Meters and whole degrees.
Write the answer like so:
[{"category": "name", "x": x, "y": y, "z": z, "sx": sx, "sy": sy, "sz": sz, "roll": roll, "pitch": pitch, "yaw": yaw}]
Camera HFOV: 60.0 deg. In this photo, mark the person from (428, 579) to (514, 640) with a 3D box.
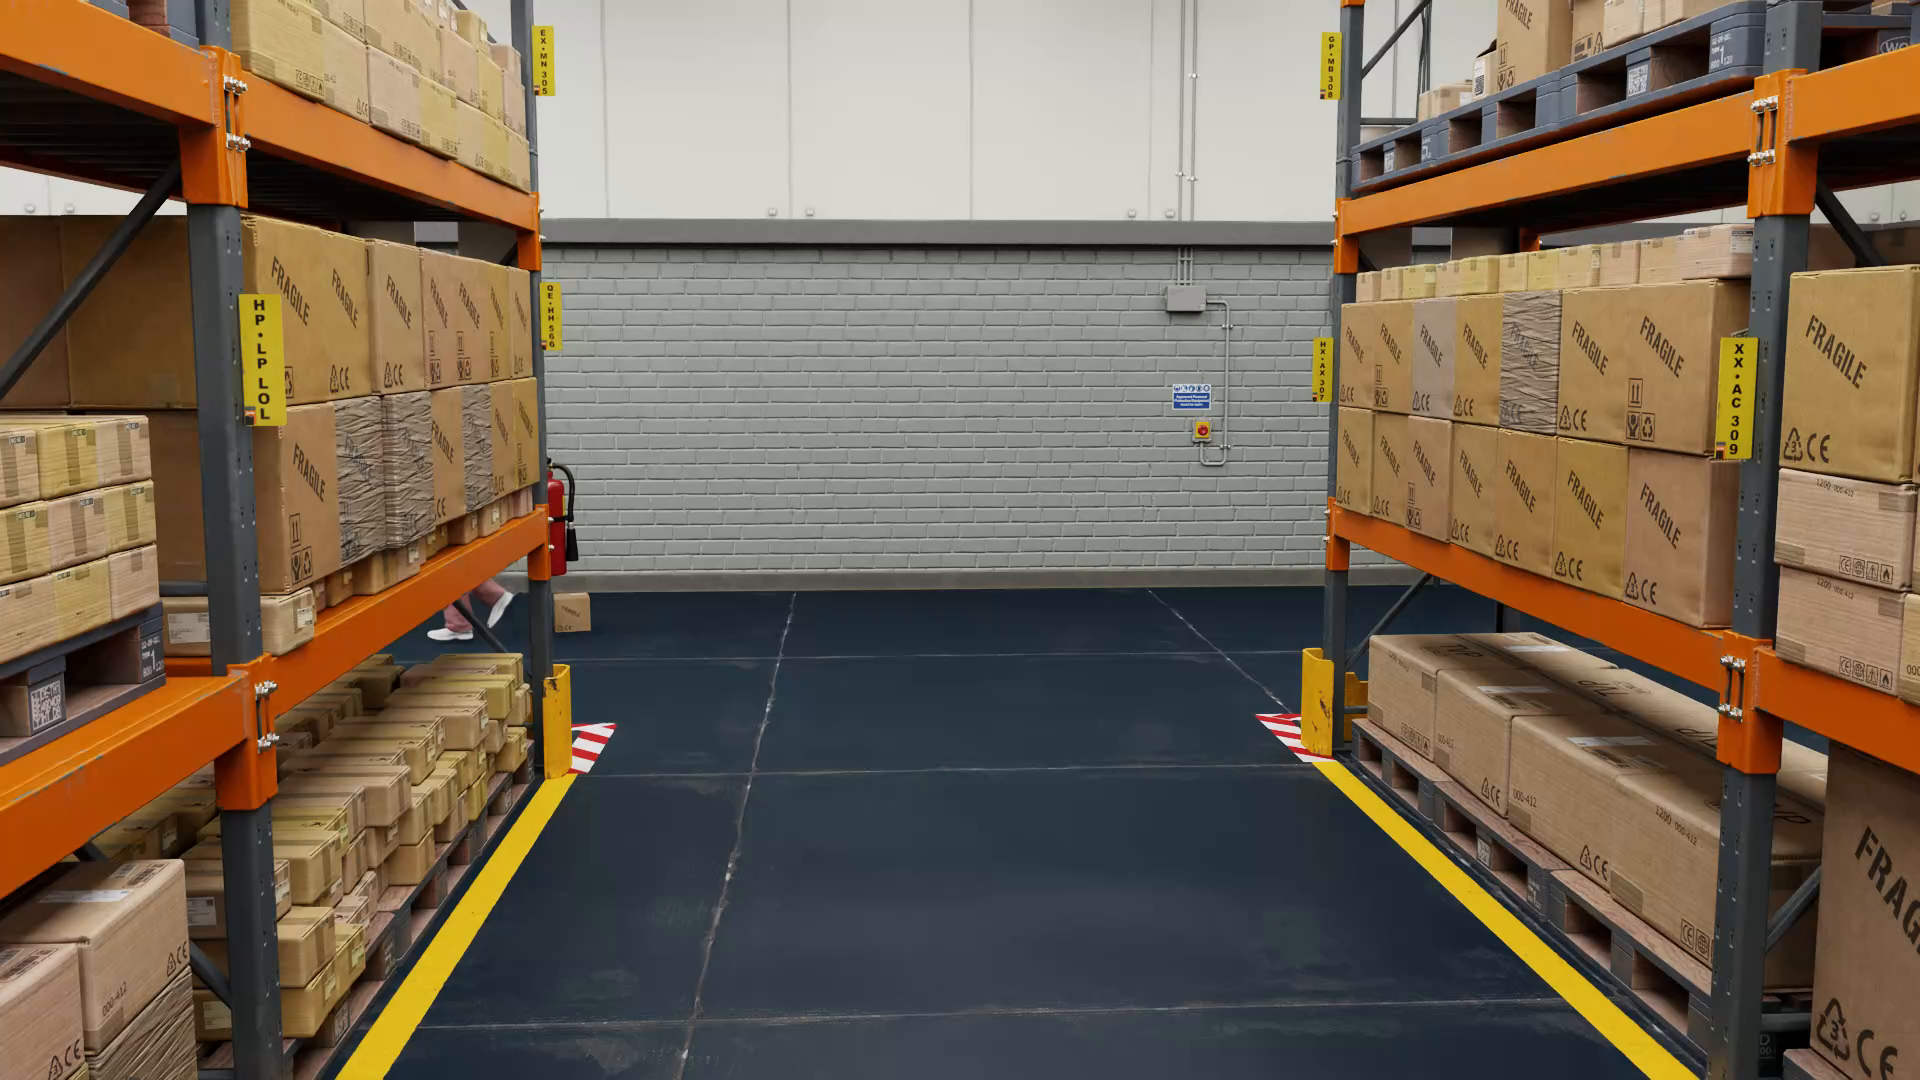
[{"category": "person", "x": -3.458, "y": -0.130, "z": 11.674, "sx": 0.589, "sy": 1.656, "sz": 0.442, "roll": -1, "pitch": 7, "yaw": -12}]
